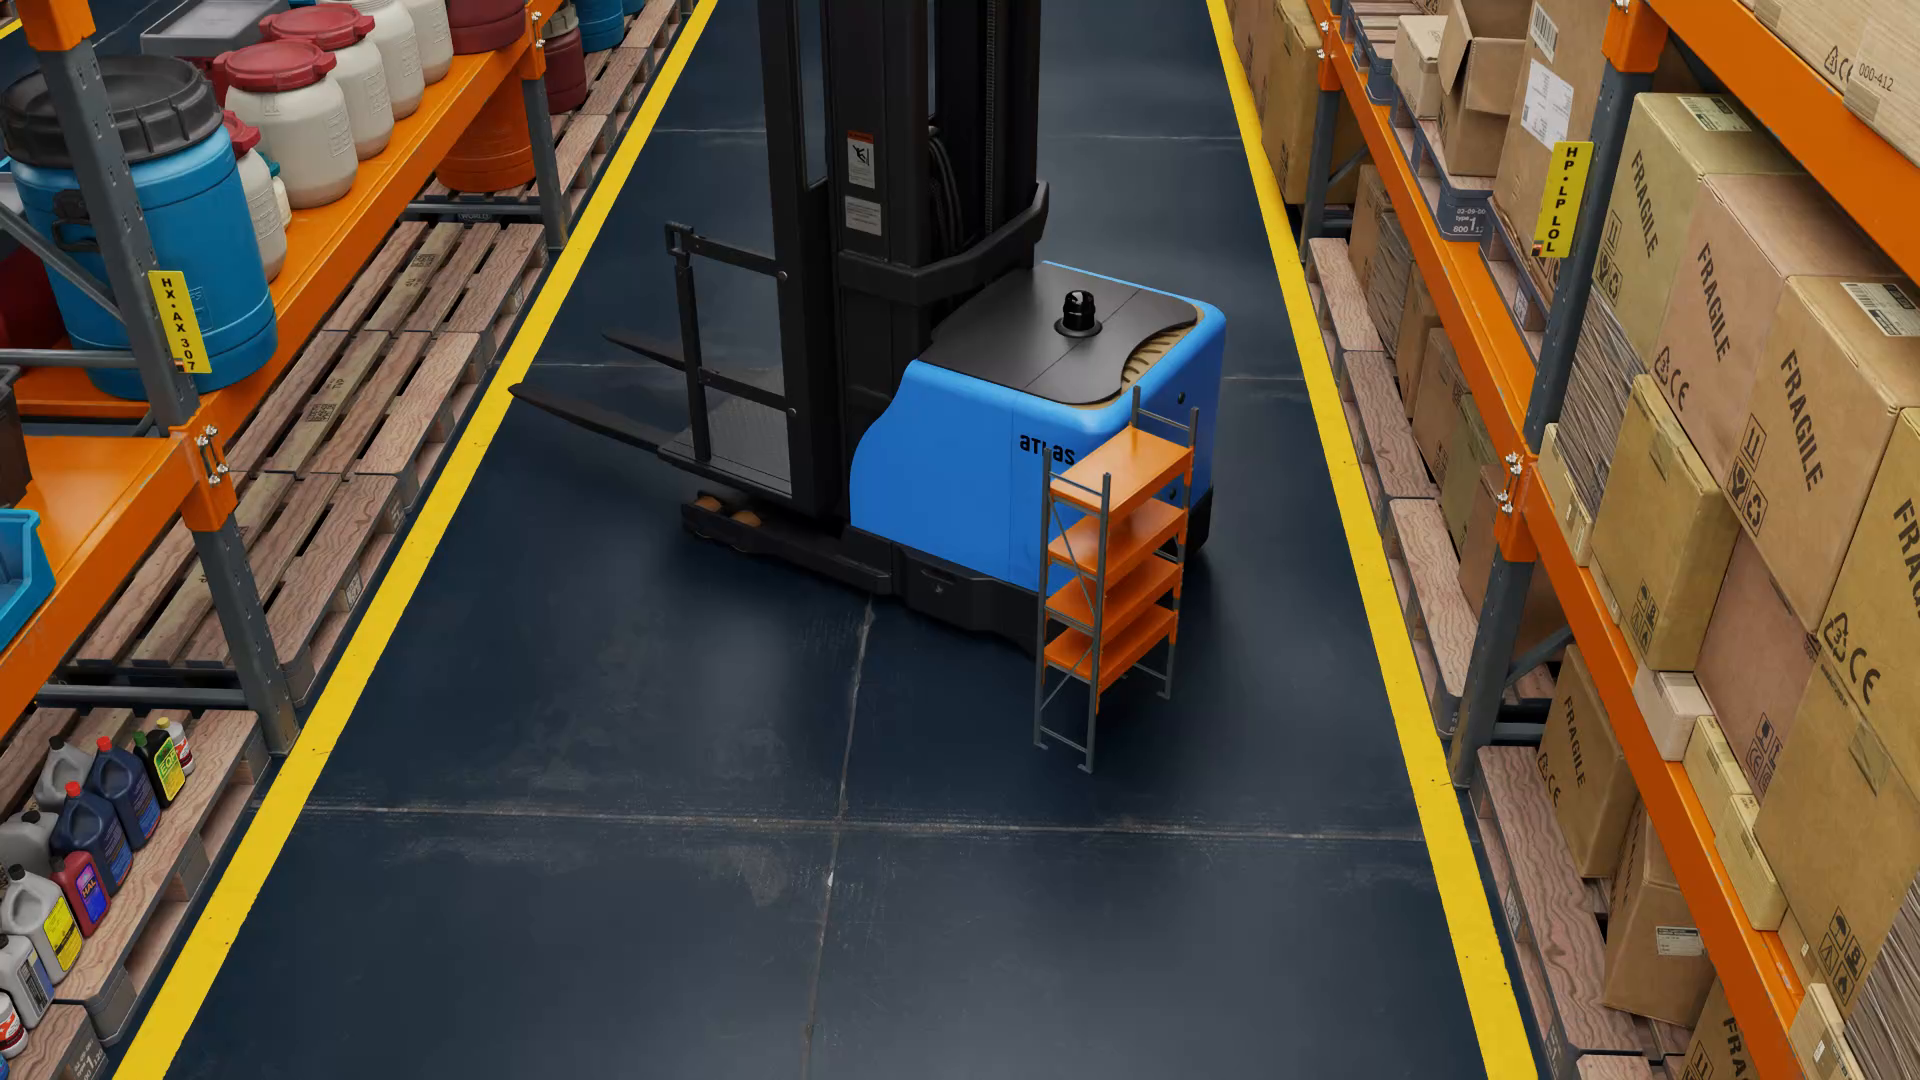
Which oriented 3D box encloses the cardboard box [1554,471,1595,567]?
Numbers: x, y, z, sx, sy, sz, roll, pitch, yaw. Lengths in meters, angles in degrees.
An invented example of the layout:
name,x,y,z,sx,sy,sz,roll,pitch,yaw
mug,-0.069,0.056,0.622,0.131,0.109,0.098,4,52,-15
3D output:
name,x,y,z,sx,sy,sz,roll,pitch,yaw
cardboard box,1.821,-0.054,4.437,0.380,0.149,0.250,1,35,2

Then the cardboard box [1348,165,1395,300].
name,x,y,z,sx,sy,sz,roll,pitch,yaw
cardboard box,2.306,-1.487,8.049,0.700,0.500,0.500,0,35,-1

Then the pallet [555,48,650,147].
name,x,y,z,sx,sy,sz,roll,pitch,yaw
pallet,-2.594,-2.842,10.610,1.003,0.211,1.213,1,35,2

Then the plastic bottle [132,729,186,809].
name,x,y,z,sx,sy,sz,roll,pitch,yaw
plastic bottle,-2.486,0.684,5.148,0.061,0.283,0.133,3,35,4

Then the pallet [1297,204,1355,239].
name,x,y,z,sx,sy,sz,roll,pitch,yaw
pallet,2.420,-2.025,9.448,1.003,0.211,1.213,1,35,2

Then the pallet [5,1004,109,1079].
name,x,y,z,sx,sy,sz,roll,pitch,yaw
pallet,-2.911,1.697,4.152,1.003,0.211,1.213,1,35,2

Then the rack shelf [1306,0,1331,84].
name,x,y,z,sx,sy,sz,roll,pitch,yaw
rack shelf,2.394,-3.570,9.846,1.077,0.370,4.000,1,35,2

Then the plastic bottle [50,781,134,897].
name,x,y,z,sx,sy,sz,roll,pitch,yaw
plastic bottle,-2.542,0.859,4.840,0.144,0.351,0.185,0,35,0

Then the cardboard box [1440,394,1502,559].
name,x,y,z,sx,sy,sz,roll,pitch,yaw
cardboard box,2.237,-0.200,6.217,0.700,0.500,0.500,1,35,2

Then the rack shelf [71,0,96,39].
name,x,y,z,sx,sy,sz,roll,pitch,yaw
rack shelf,-2.716,-2.613,5.877,1.077,0.370,4.000,1,35,2

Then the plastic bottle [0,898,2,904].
name,x,y,z,sx,sy,sz,roll,pitch,yaw
plastic bottle,-2.658,1.085,4.577,0.061,0.283,0.133,1,35,2

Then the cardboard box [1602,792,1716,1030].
name,x,y,z,sx,sy,sz,roll,pitch,yaw
cardboard box,2.081,0.992,4.538,0.500,0.500,0.500,12,37,17

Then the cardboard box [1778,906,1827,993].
name,x,y,z,sx,sy,sz,roll,pitch,yaw
cardboard box,1.832,0.809,3.208,0.380,0.149,0.250,1,35,2

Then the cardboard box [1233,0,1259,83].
name,x,y,z,sx,sy,sz,roll,pitch,yaw
cardboard box,2.433,-3.434,10.510,1.225,0.875,0.875,0,35,0

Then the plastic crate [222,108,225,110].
name,x,y,z,sx,sy,sz,roll,pitch,yaw
plastic crate,-3.008,-1.452,6.391,0.450,0.188,0.662,1,35,2

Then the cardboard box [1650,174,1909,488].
name,x,y,z,sx,sy,sz,roll,pitch,yaw
cardboard box,1.862,-0.449,3.565,0.500,0.500,0.500,1,35,2

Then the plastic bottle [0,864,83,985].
name,x,y,z,sx,sy,sz,roll,pitch,yaw
plastic bottle,-2.555,1.045,4.576,0.144,0.351,0.185,1,35,2

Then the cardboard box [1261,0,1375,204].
name,x,y,z,sx,sy,sz,roll,pitch,yaw
cardboard box,2.362,-2.414,9.058,1.225,0.875,0.875,0,35,0

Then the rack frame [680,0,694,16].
name,x,y,z,sx,sy,sz,roll,pitch,yaw
rack frame,-2.475,-5.128,11.437,1.000,3.000,0.127,1,35,2

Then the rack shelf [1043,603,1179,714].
name,x,y,z,sx,sy,sz,roll,pitch,yaw
rack shelf,0.505,0.362,5.653,0.258,0.148,0.480,25,42,31

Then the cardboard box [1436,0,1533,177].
name,x,y,z,sx,sy,sz,roll,pitch,yaw
cardboard box,2.130,-1.629,6.004,0.797,0.503,0.637,5,35,7

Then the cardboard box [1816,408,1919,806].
name,x,y,z,sx,sy,sz,roll,pitch,yaw
cardboard box,1.832,0.126,2.747,0.500,0.500,0.500,1,35,2

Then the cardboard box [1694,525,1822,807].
name,x,y,z,sx,sy,sz,roll,pitch,yaw
cardboard box,2.098,0.254,3.435,0.875,0.500,0.500,1,35,2

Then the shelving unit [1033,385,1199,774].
name,x,y,z,sx,sy,sz,roll,pitch,yaw
shelving unit,0.505,0.145,5.501,0.258,1.200,0.503,25,42,31

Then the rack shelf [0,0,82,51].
name,x,y,z,sx,sy,sz,roll,pitch,yaw
rack shelf,-2.877,-0.315,2.607,1.077,0.370,4.000,1,35,2

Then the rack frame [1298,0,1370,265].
name,x,y,z,sx,sy,sz,roll,pitch,yaw
rack frame,2.313,-2.715,8.005,1.000,3.000,0.127,1,35,2

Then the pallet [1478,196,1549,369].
name,x,y,z,sx,sy,sz,roll,pitch,yaw
pallet,2.329,-0.774,5.410,1.003,0.211,1.213,1,35,2

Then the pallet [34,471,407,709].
name,x,y,z,sx,sy,sz,roll,pitch,yaw
pallet,-2.803,0.157,6.342,1.003,0.211,1.213,1,35,2

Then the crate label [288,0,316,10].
name,x,y,z,sx,sy,sz,roll,pitch,yaw
crate label,-2.946,-2.279,7.354,0.502,0.435,0.616,1,35,2

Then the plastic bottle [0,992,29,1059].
name,x,y,z,sx,sy,sz,roll,pitch,yaw
plastic bottle,-2.543,1.268,4.388,0.097,0.201,0.097,0,35,0

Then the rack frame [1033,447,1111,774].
name,x,y,z,sx,sy,sz,roll,pitch,yaw
rack frame,0.352,0.254,5.345,0.240,1.200,0.015,25,42,31

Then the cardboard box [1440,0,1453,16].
name,x,y,z,sx,sy,sz,roll,pitch,yaw
cardboard box,2.409,-2.294,6.953,0.700,0.500,0.500,6,36,9

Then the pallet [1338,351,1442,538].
name,x,y,z,sx,sy,sz,roll,pitch,yaw
pallet,2.229,-0.426,7.173,1.003,0.211,1.213,1,35,2

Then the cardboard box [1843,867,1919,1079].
name,x,y,z,sx,sy,sz,roll,pitch,yaw
cardboard box,2.005,0.827,2.619,0.875,0.500,0.500,1,35,2

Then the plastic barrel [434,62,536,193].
name,x,y,z,sx,sy,sz,roll,pitch,yaw
plastic barrel,-2.633,-2.395,9.071,0.600,0.830,0.708,1,35,2

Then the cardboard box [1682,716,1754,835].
name,x,y,z,sx,sy,sz,roll,pitch,yaw
cardboard box,1.818,0.521,3.618,0.380,0.149,0.250,1,35,2

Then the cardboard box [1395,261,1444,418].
name,x,y,z,sx,sy,sz,roll,pitch,yaw
cardboard box,2.281,-0.842,7.131,0.700,0.500,0.500,4,35,6

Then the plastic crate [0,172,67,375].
name,x,y,z,sx,sy,sz,roll,pitch,yaw
plastic crate,-3.083,-0.843,5.285,0.402,0.464,0.583,1,35,2

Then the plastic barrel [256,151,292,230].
name,x,y,z,sx,sy,sz,roll,pitch,yaw
plastic barrel,-2.590,-1.232,6.014,0.301,0.262,0.301,0,35,0

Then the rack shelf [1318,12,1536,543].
name,x,y,z,sx,sy,sz,roll,pitch,yaw
rack shelf,2.233,-1.272,6.576,1.077,0.370,4.000,1,35,2

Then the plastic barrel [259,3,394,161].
name,x,y,z,sx,sy,sz,roll,pitch,yaw
plastic barrel,-2.492,-1.802,6.587,0.433,0.535,0.433,0,35,0

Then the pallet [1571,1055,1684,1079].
name,x,y,z,sx,sy,sz,roll,pitch,yaw
pallet,2.115,1.813,3.986,1.003,0.211,1.213,1,35,2

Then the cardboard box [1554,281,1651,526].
name,x,y,z,sx,sy,sz,roll,pitch,yaw
cardboard box,2.073,-0.323,4.255,0.875,0.500,0.500,1,35,2

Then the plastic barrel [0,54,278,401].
name,x,y,z,sx,sy,sz,roll,pitch,yaw
plastic barrel,-2.478,-0.951,5.059,0.600,0.901,0.708,1,35,2

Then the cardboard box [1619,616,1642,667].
name,x,y,z,sx,sy,sz,roll,pitch,yaw
cardboard box,1.838,0.234,4.027,0.380,0.149,0.250,1,35,2

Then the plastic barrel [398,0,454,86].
name,x,y,z,sx,sy,sz,roll,pitch,yaw
plastic barrel,-2.463,-2.279,7.287,0.421,0.512,0.421,0,35,0

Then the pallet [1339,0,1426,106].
name,x,y,z,sx,sy,sz,roll,pitch,yaw
pallet,2.391,-2.225,7.474,1.213,0.211,1.003,1,35,2

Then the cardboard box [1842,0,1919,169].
name,x,y,z,sx,sy,sz,roll,pitch,yaw
cardboard box,1.832,-0.741,2.717,0.500,0.250,0.500,0,35,0

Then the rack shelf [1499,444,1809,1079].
name,x,y,z,sx,sy,sz,roll,pitch,yaw
rack shelf,2.072,1.026,3.307,1.077,0.370,4.000,1,35,2

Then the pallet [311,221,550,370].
name,x,y,z,sx,sy,sz,roll,pitch,yaw
pallet,-2.705,-1.244,8.337,1.003,0.211,1.213,1,35,2

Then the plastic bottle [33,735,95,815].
name,x,y,z,sx,sy,sz,roll,pitch,yaw
plastic bottle,-2.678,0.746,5.001,0.144,0.351,0.185,1,35,2

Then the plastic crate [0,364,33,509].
name,x,y,z,sx,sy,sz,roll,pitch,yaw
plastic crate,-2.944,-0.208,4.491,0.767,0.338,0.504,1,35,2

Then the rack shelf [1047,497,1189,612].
name,x,y,z,sx,sy,sz,roll,pitch,yaw
rack shelf,0.505,0.017,5.411,0.258,0.148,0.480,25,42,31

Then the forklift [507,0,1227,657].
name,x,y,z,sx,sy,sz,roll,pitch,yaw
forklift,-0.530,-1.387,6.175,3.031,2.935,1.130,20,40,25

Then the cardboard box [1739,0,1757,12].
name,x,y,z,sx,sy,sz,roll,pitch,yaw
cardboard box,1.879,-1.330,3.556,0.500,0.250,0.500,0,35,0

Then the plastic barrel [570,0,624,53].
name,x,y,z,sx,sy,sz,roll,pitch,yaw
plastic barrel,-2.542,-3.722,10.897,0.600,0.901,0.708,1,35,2

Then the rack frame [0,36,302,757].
name,x,y,z,sx,sy,sz,roll,pitch,yaw
rack frame,-2.796,-0.531,4.897,1.000,3.000,0.127,1,35,2

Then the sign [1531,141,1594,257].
name,x,y,z,sx,sy,sz,roll,pitch,yaw
sign,1.598,-0.901,4.417,0.100,0.325,0.005,1,35,2
